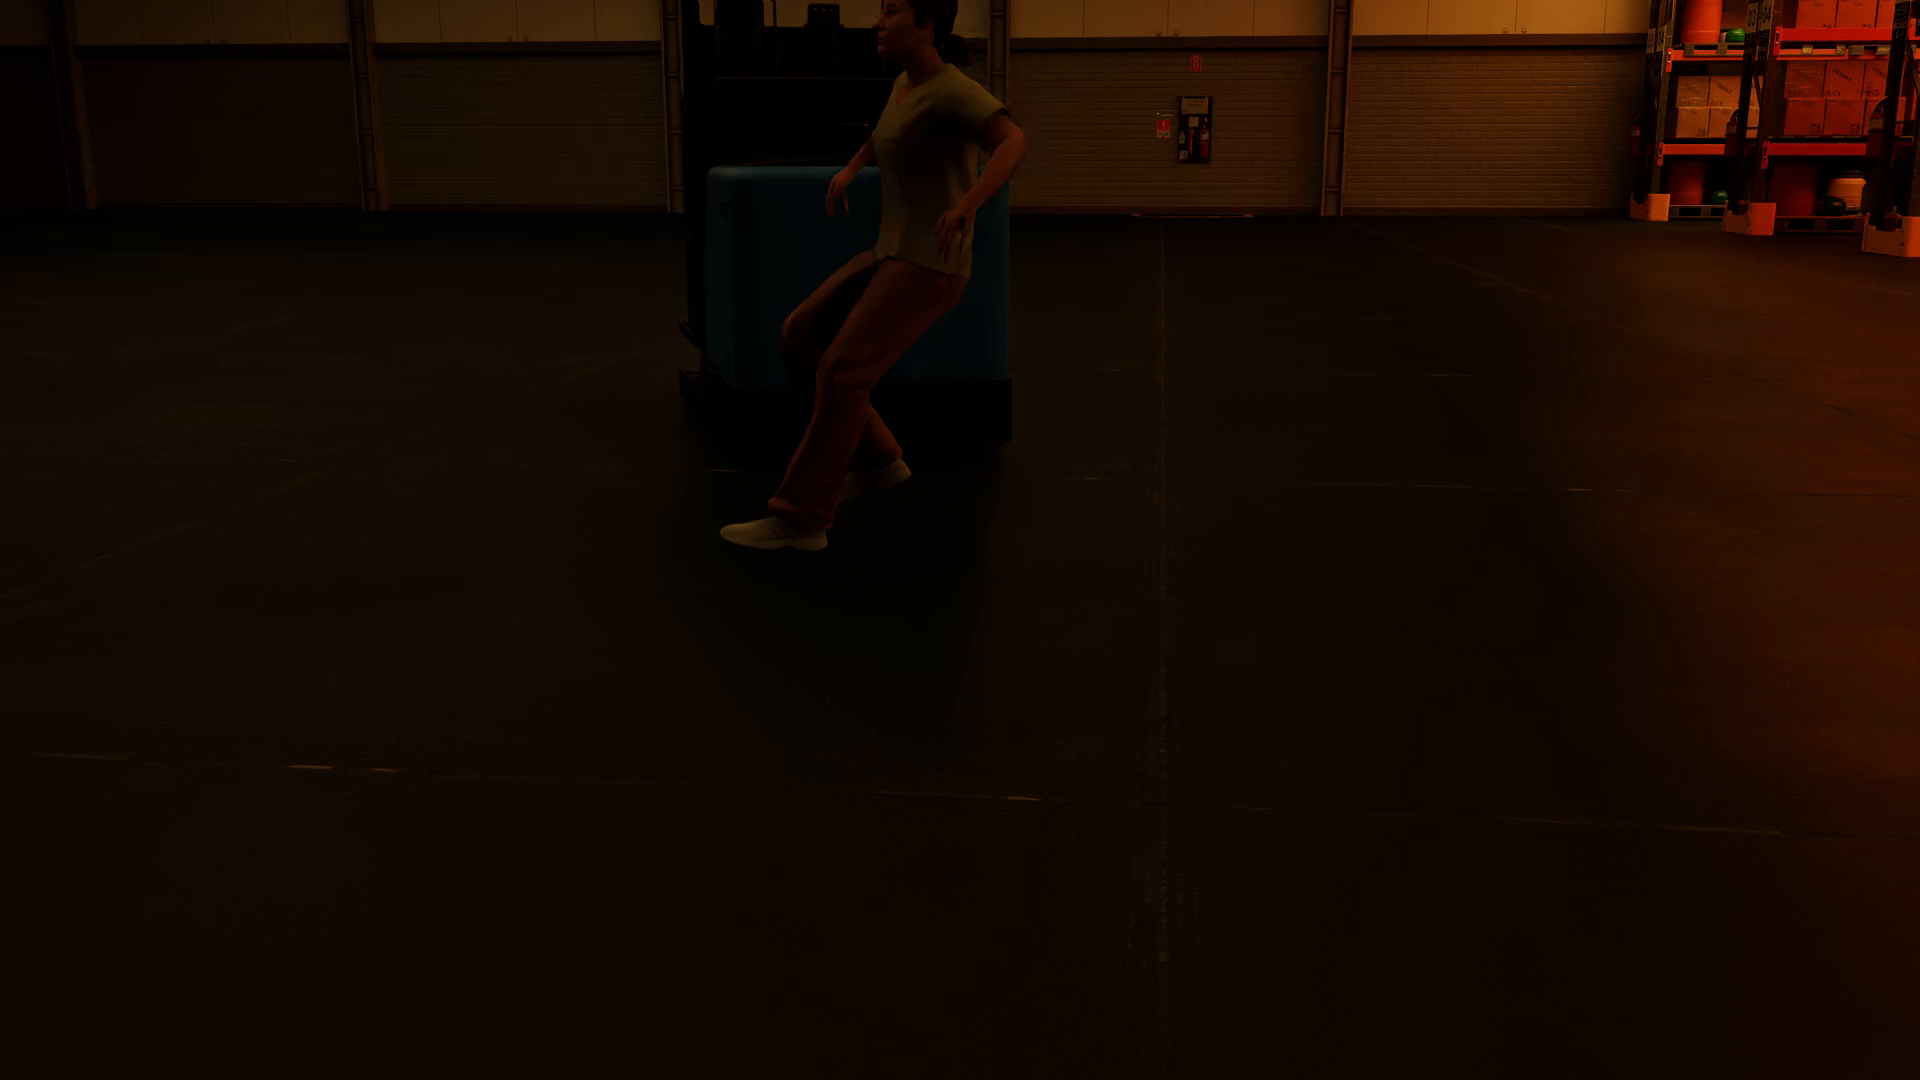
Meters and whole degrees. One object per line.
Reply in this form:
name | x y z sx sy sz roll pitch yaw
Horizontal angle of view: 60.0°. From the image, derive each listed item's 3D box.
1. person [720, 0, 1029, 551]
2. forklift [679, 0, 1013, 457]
person | -0.307 -0.767 4.621 0.802 1.564 0.902 -4 14 -18
forklift | -0.664 -2.022 7.153 1.130 2.935 3.031 -3 14 -14
